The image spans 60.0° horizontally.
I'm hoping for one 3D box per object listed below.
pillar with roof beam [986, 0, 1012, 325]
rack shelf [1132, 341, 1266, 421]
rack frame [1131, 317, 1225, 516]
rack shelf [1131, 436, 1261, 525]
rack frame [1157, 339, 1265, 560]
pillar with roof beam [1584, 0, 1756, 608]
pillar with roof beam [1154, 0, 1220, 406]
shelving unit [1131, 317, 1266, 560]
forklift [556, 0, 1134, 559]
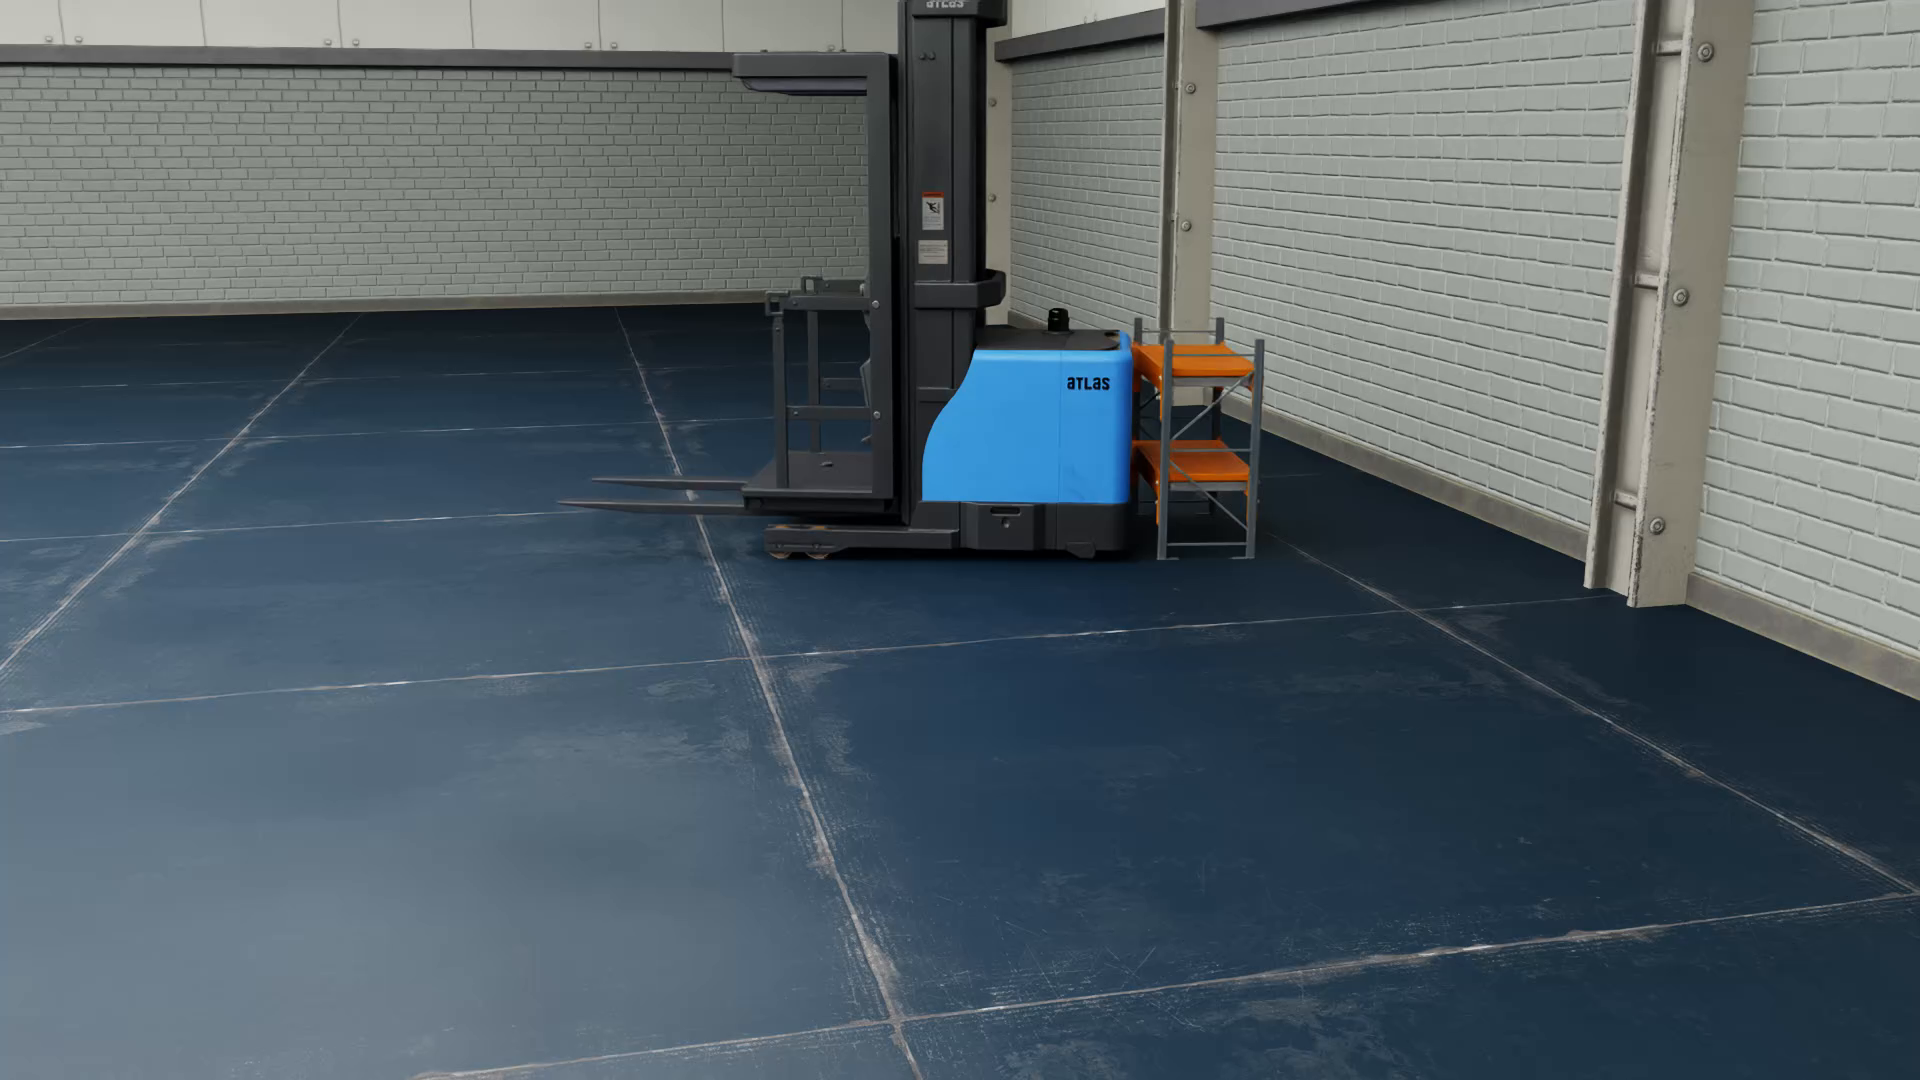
[{"bbox_3d":[-3.800,-6.643,17.156,9.100,9.000,0.400,-3,14,-13],"label":"pillar with roof beam"},{"bbox_3d":[1.242,-0.855,8.818,0.538,0.278,1.000,0,14,-2],"label":"rack shelf"},{"bbox_3d":[1.219,-0.691,9.381,0.500,1.125,0.032,0,14,-2],"label":"rack frame"},{"bbox_3d":[1.240,-0.333,8.946,0.538,0.278,1.000,0,14,-2],"label":"rack shelf"},{"bbox_3d":[1.262,-0.450,8.394,0.500,1.125,0.032,0,14,-2],"label":"rack frame"},{"bbox_3d":[-0.982,-3.874,5.825,9.100,9.000,0.400,-3,14,-13],"label":"pillar with roof beam"},{"bbox_3d":[-2.391,-5.259,11.491,9.100,9.000,0.400,-3,14,-13],"label":"pillar with roof beam"},{"bbox_3d":[1.241,-0.570,8.888,0.538,1.125,1.048,0,14,-2],"label":"shelving unit"},{"bbox_3d":[-0.599,-1.451,8.692,3.031,2.935,1.130,1,14,5],"label":"forklift"}]
